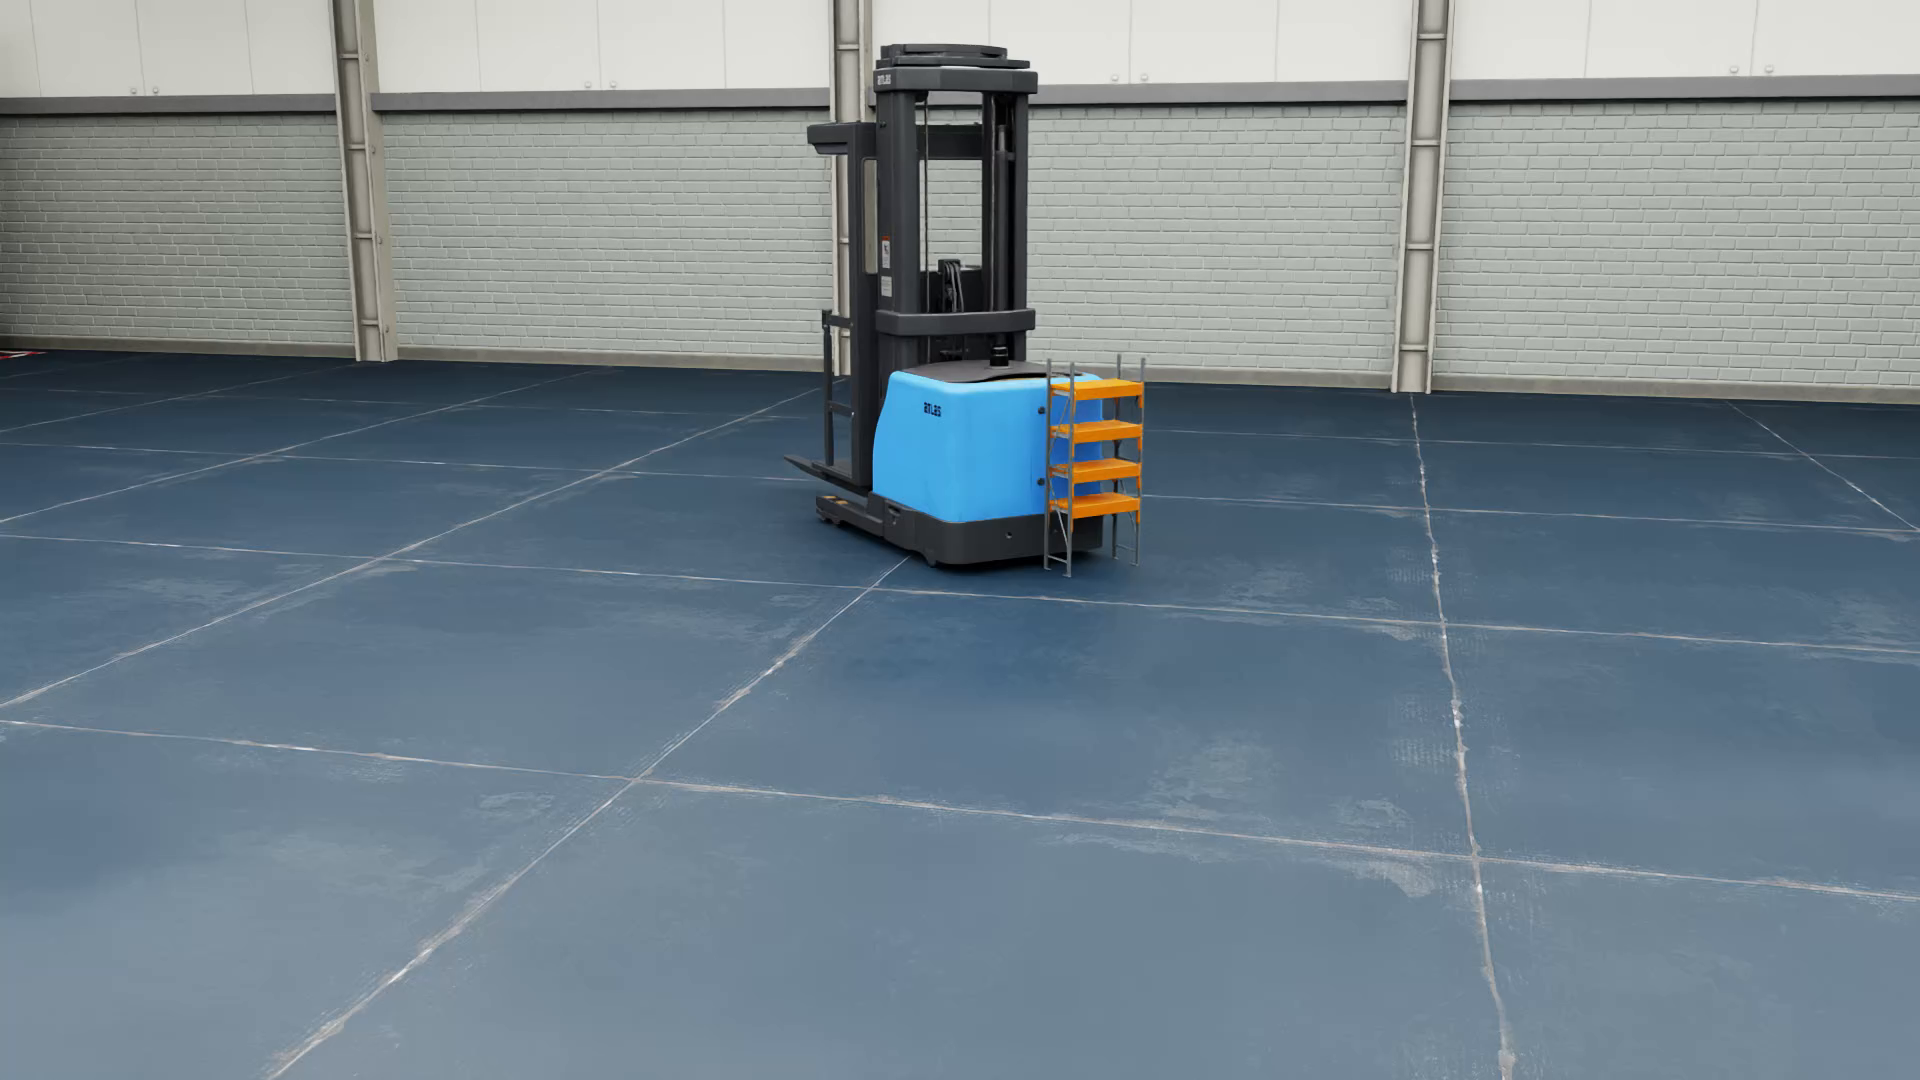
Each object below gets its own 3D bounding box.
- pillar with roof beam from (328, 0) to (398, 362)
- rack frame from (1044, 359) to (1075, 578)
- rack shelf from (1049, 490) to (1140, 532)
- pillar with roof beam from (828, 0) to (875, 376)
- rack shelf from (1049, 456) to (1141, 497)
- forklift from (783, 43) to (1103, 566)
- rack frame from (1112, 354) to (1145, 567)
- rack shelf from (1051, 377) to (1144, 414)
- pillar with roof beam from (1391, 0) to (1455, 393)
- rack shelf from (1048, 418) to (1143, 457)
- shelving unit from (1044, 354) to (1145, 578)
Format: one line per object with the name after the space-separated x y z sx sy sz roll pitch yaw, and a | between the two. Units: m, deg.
-8.027 -5.650 14.925 0.400 9.000 9.100 3 13 14 | pillar with roof beam
0.551 -0.397 9.249 0.015 1.200 0.240 -8 15 -32 | rack frame
0.755 -0.166 9.436 0.480 0.148 0.258 -8 15 -32 | rack shelf
-2.202 -5.339 13.522 0.400 9.000 9.100 3 13 14 | pillar with roof beam
0.756 -0.360 9.391 0.480 0.148 0.258 -8 15 -32 | rack shelf
-0.282 -1.559 10.494 1.130 2.935 3.031 -6 14 -26 | forklift
0.962 -0.454 9.504 0.015 1.200 0.240 -8 15 -32 | rack frame
0.758 -0.809 9.289 0.480 0.148 0.258 -8 15 -32 | rack shelf
3.623 -5.028 12.118 0.400 9.000 9.100 3 13 14 | pillar with roof beam
0.757 -0.578 9.342 0.480 0.148 0.258 -8 15 -32 | rack shelf
0.756 -0.425 9.377 0.503 1.200 0.258 -8 15 -32 | shelving unit
